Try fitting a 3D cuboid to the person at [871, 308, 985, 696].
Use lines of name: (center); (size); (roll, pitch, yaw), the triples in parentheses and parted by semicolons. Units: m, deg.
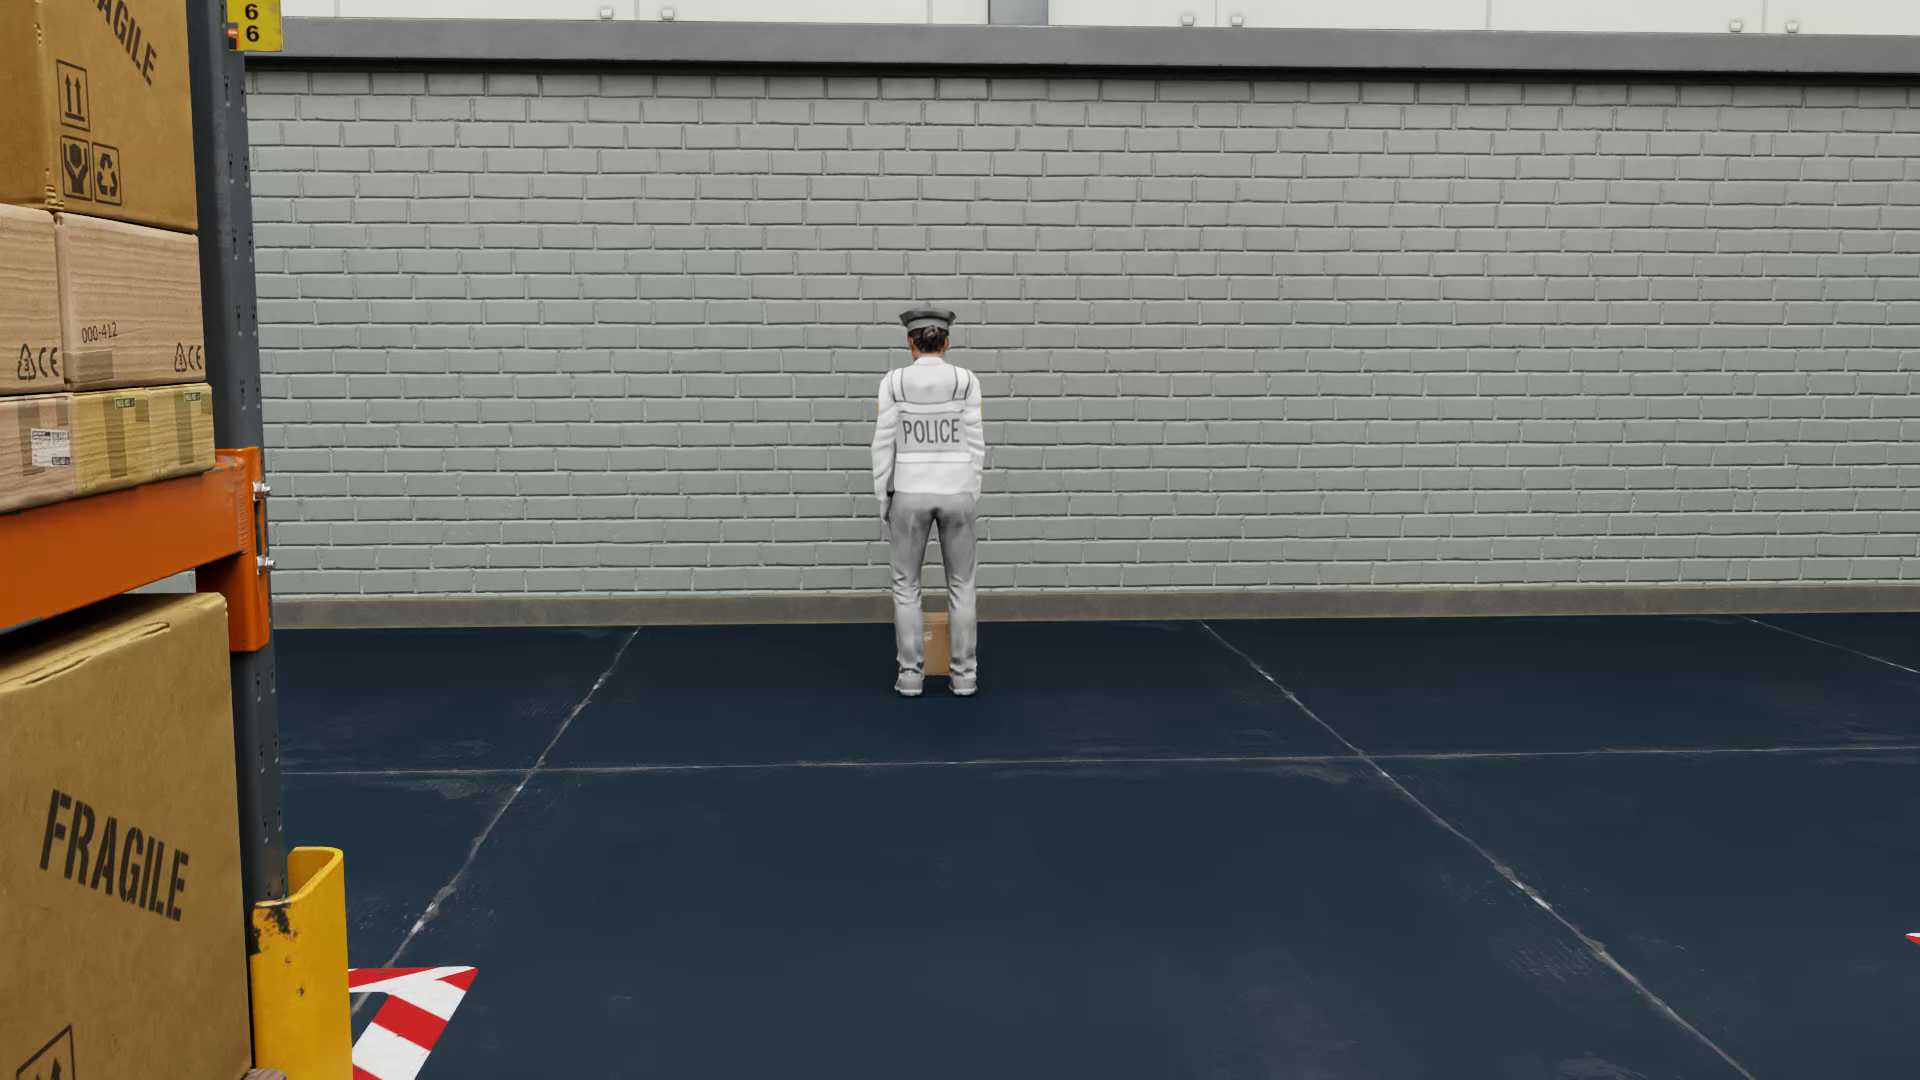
person: (-0.136, -0.155, 7.101); (0.482, 1.654, 0.366); (0, 7, -2)
